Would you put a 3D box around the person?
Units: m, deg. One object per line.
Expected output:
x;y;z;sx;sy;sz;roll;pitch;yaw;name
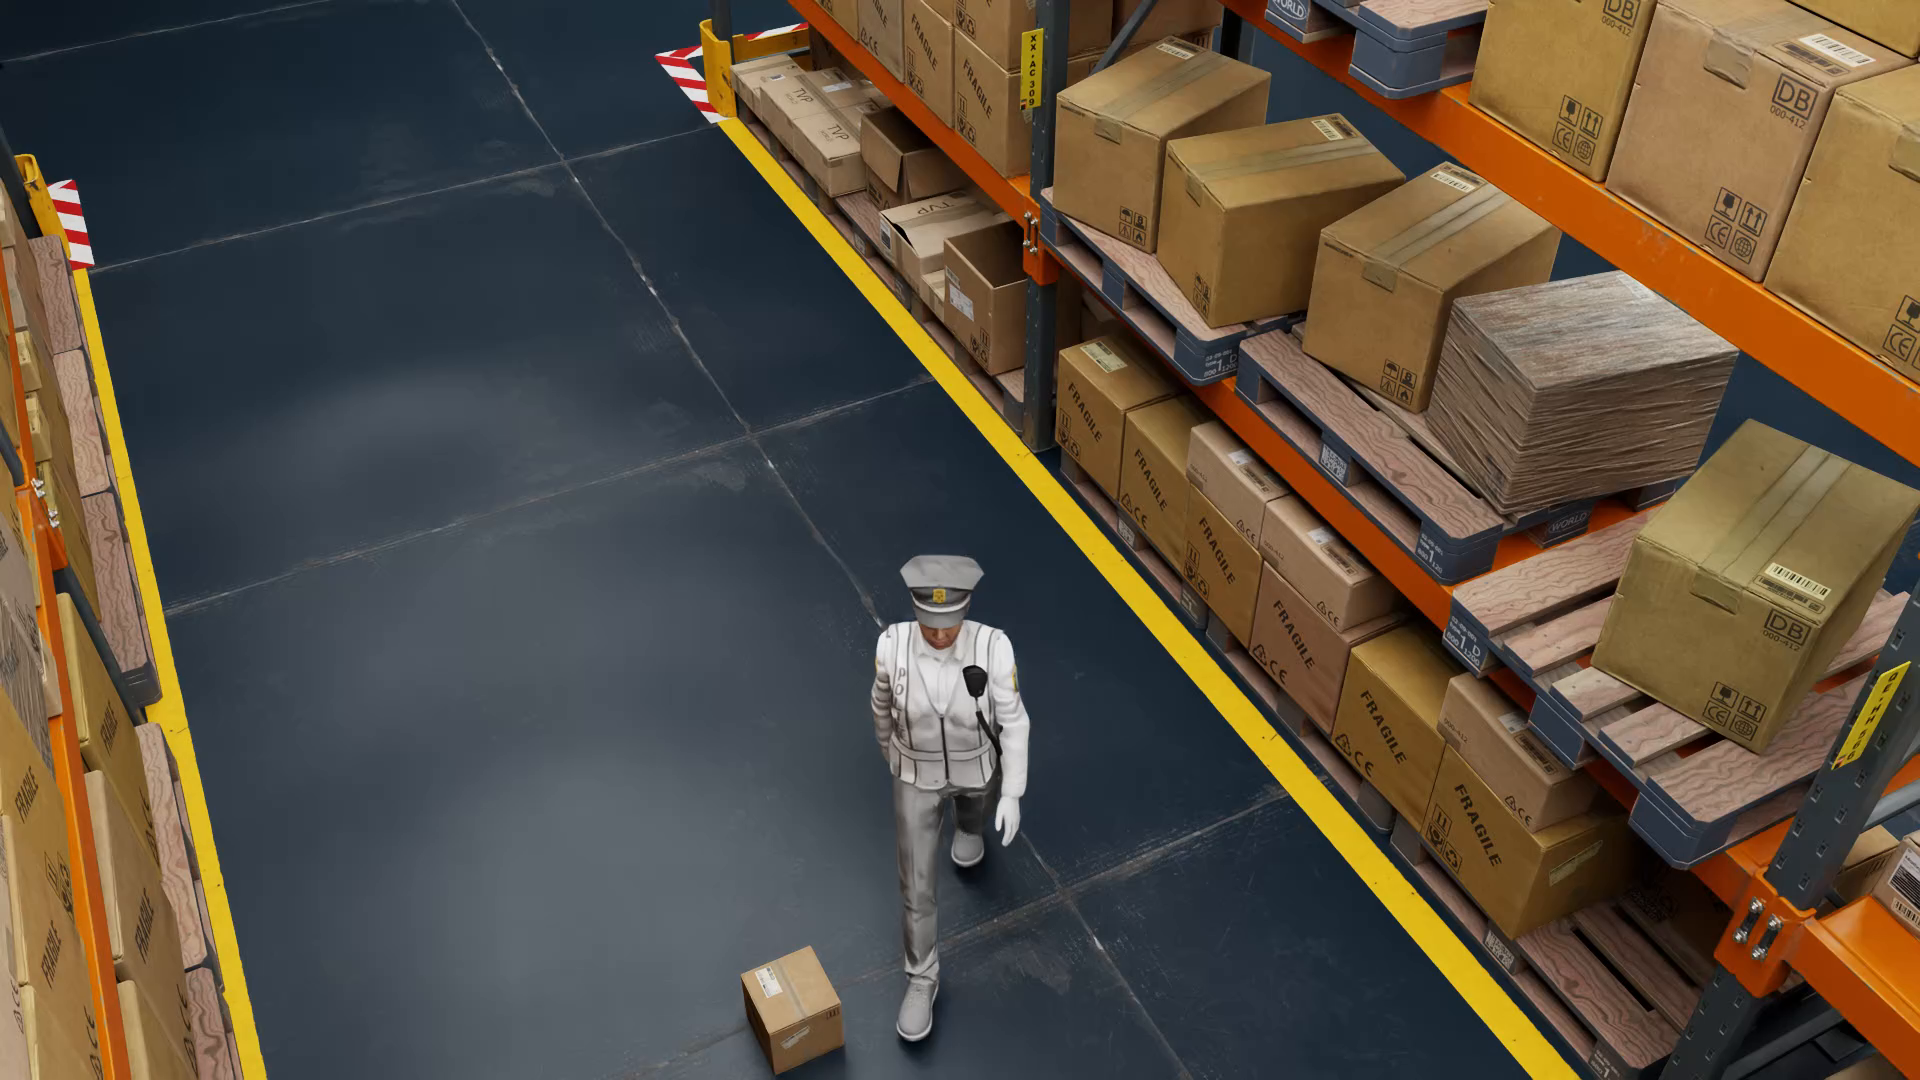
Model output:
-0.027;0.749;5.308;0.496;1.625;0.984;-2;42;-2;person
